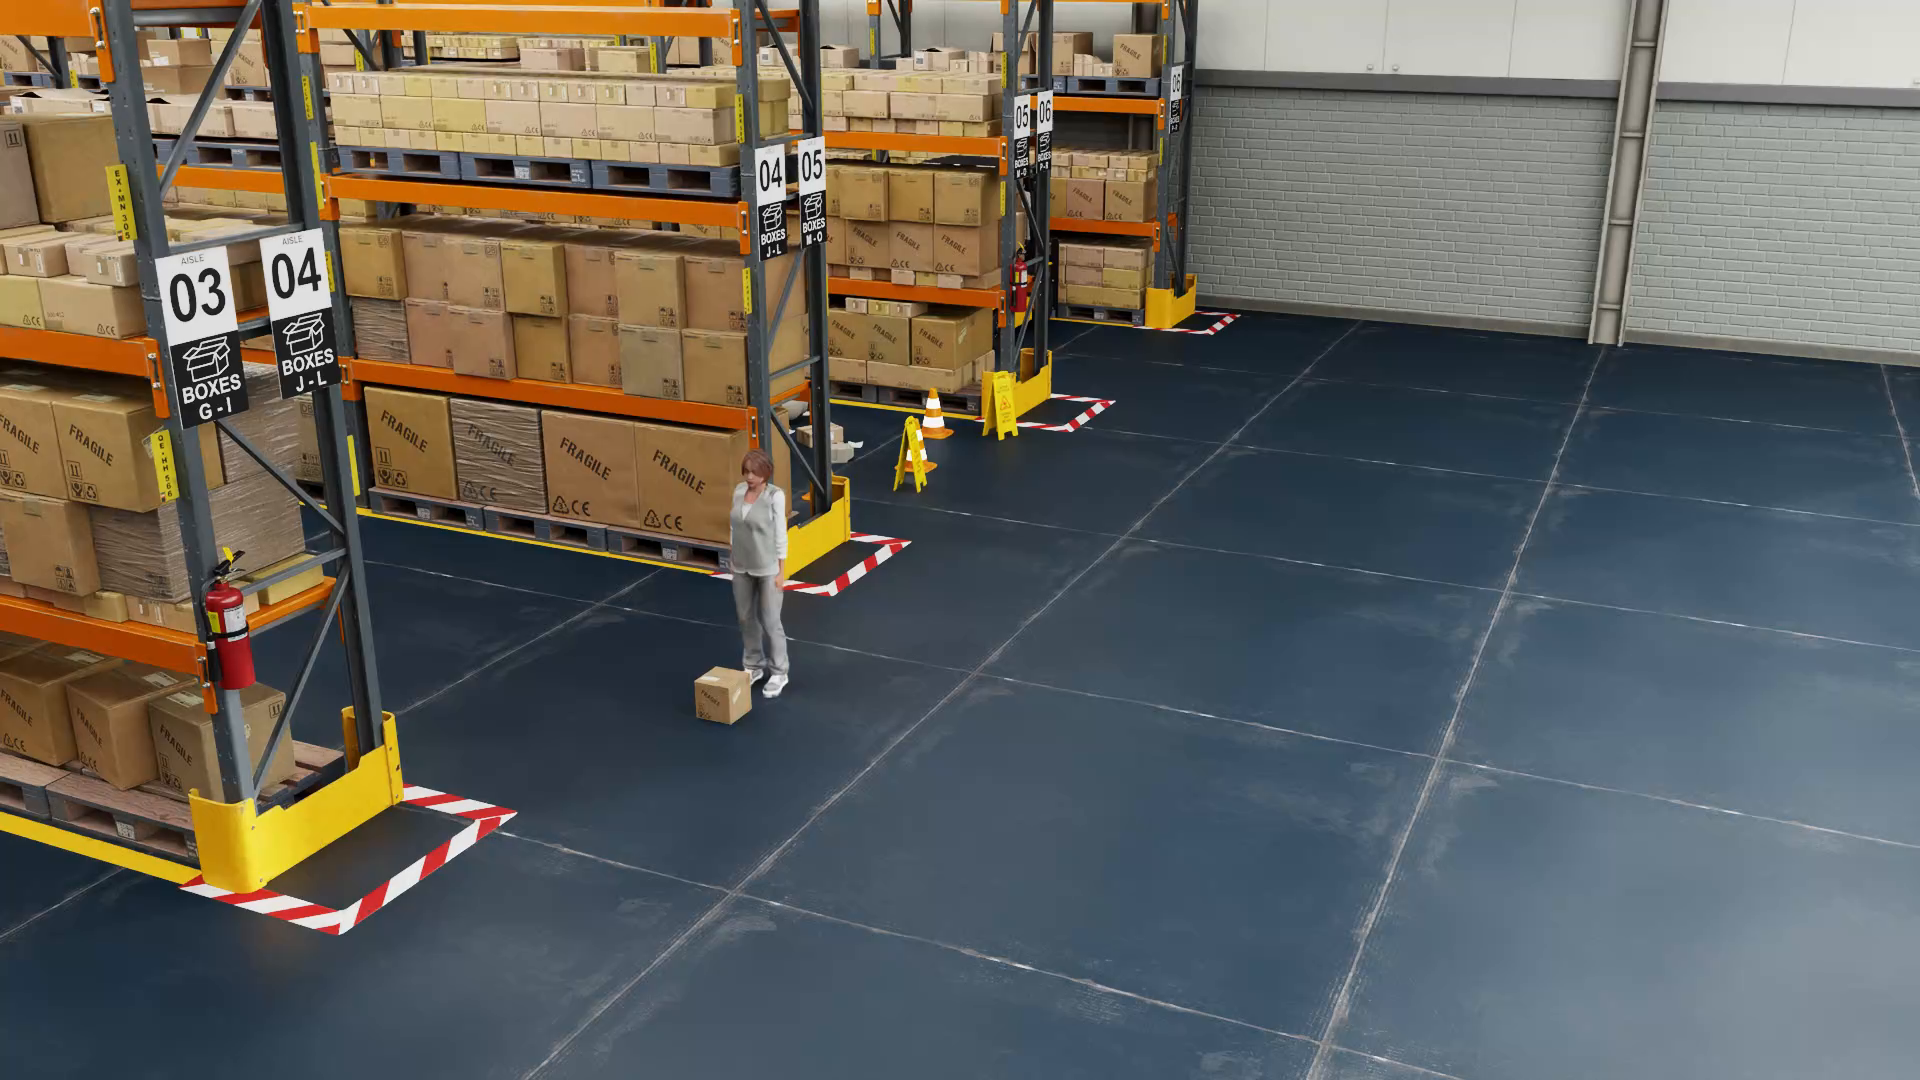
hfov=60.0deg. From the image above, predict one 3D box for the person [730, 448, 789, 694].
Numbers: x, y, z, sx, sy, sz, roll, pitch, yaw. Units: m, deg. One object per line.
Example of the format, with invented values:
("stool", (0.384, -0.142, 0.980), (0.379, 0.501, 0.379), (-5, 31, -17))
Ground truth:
("person", (-1.265, 0.194, 10.533), (0.406, 1.596, 0.310), (9, 21, 24))
